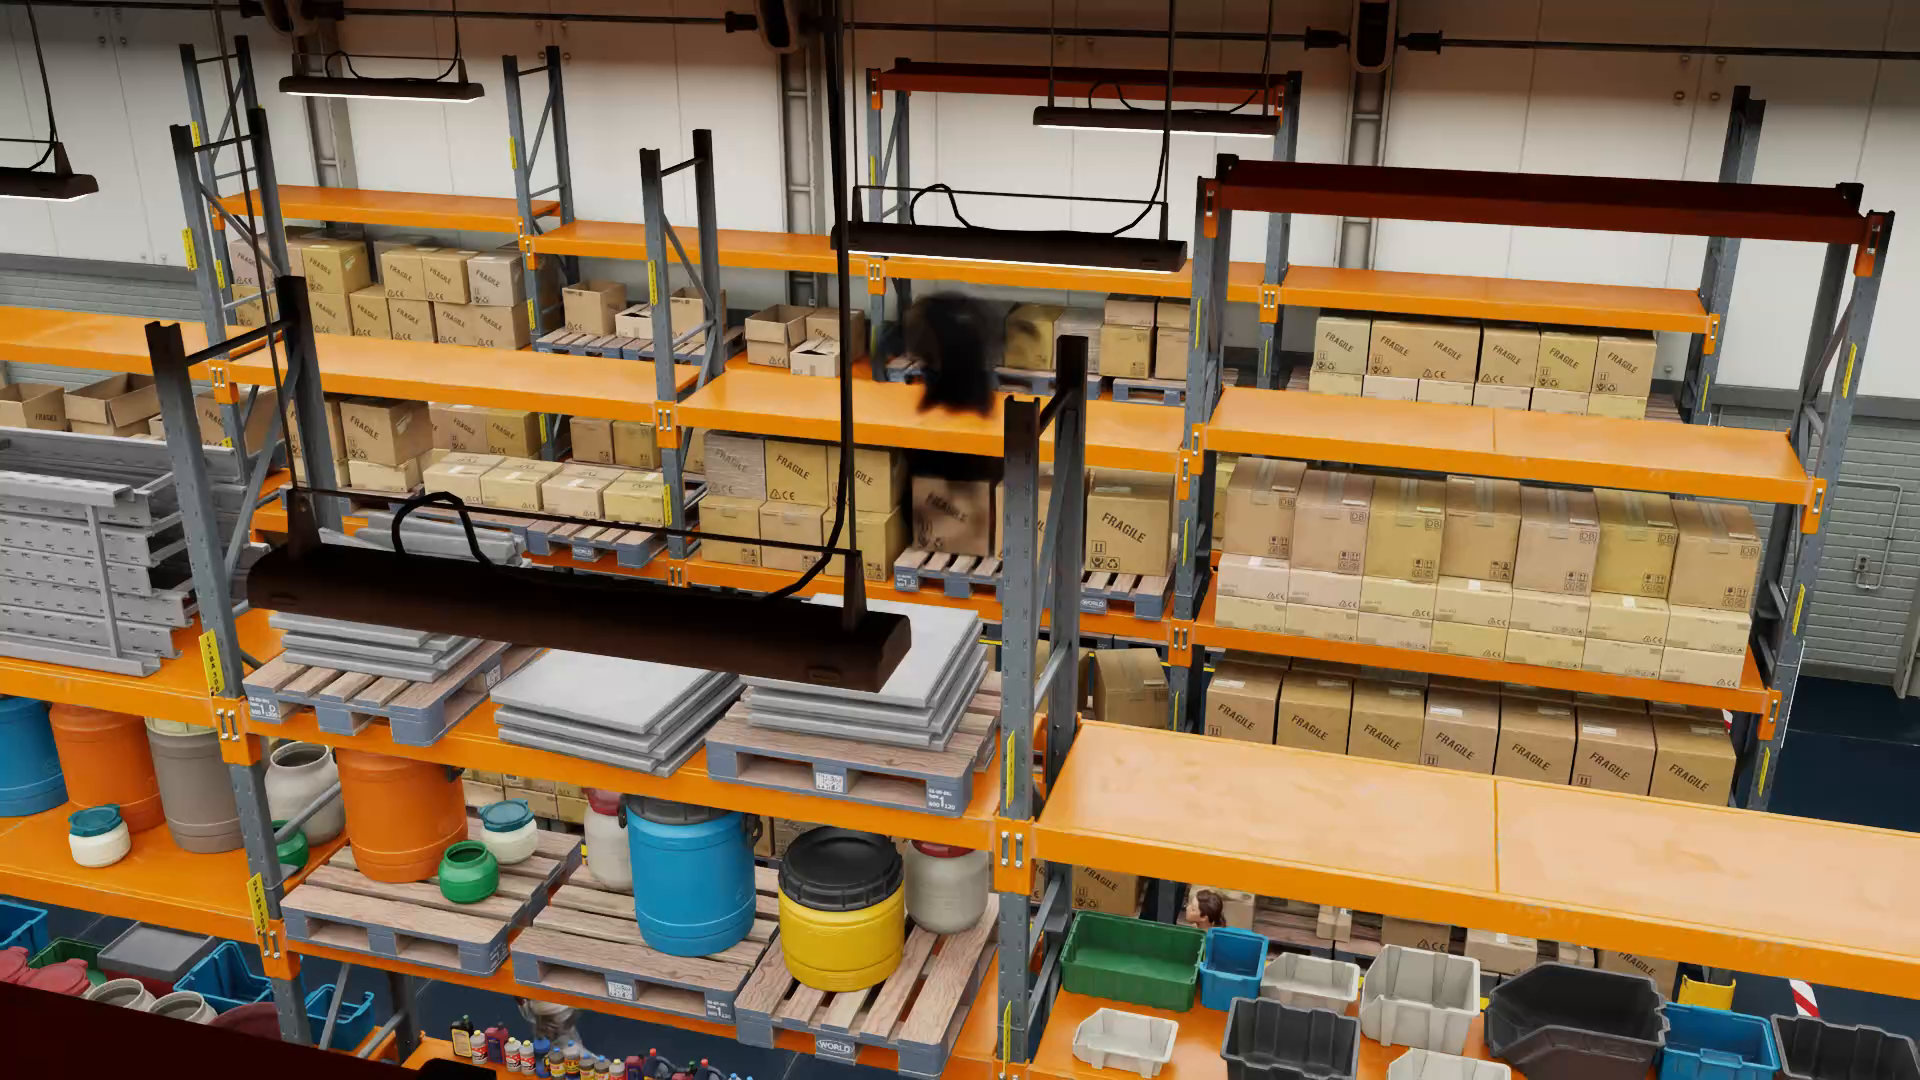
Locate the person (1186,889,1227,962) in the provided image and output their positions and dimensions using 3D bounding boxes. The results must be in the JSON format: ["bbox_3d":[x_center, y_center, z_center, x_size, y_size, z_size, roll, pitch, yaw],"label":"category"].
[{"bbox_3d":[1.697,3.079,11.267,0.764,1.633,0.592,1,23,2],"label":"person"}]

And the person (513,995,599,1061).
[{"bbox_3d":[-2.742,3.087,11.212,0.867,1.648,0.688,13,26,29],"label":"person"}]
